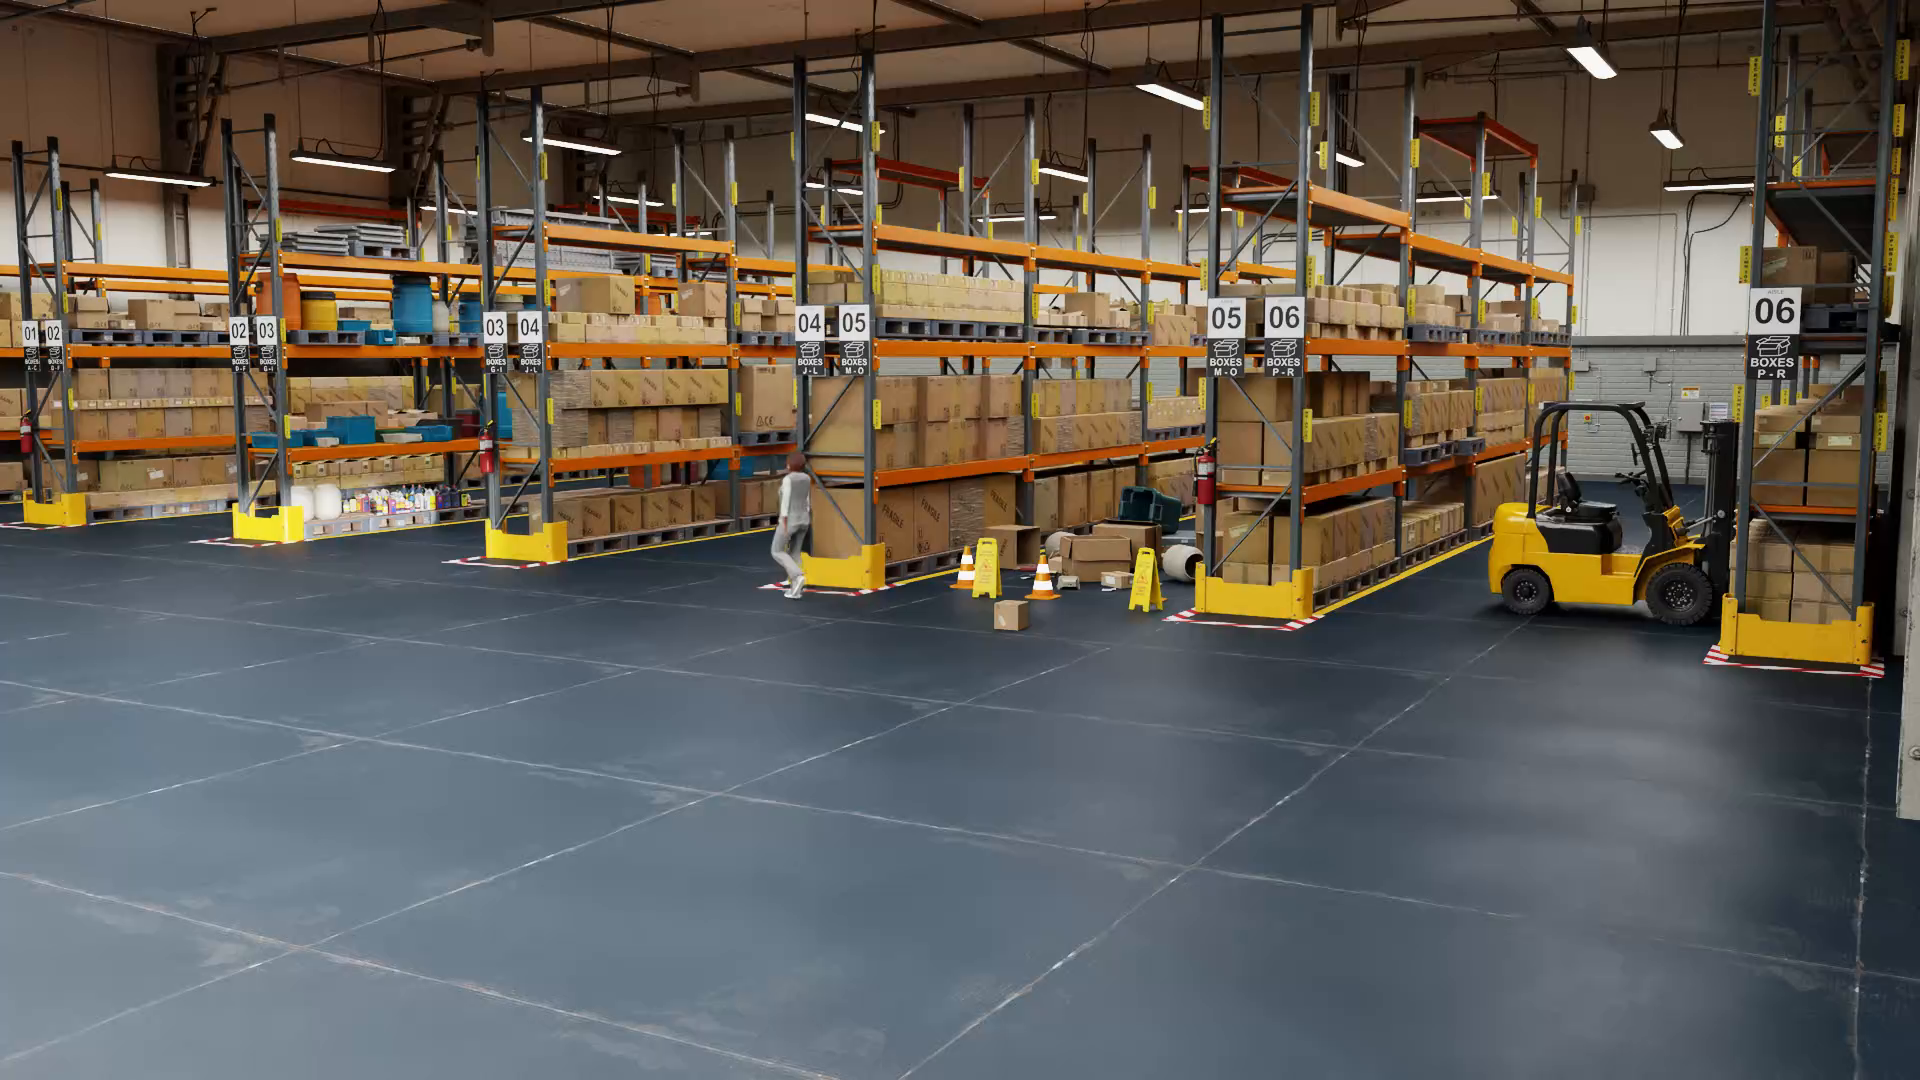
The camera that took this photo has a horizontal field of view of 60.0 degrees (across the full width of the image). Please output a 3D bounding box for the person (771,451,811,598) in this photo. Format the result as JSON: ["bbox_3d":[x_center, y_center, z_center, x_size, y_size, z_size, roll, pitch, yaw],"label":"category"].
[{"bbox_3d":[-1.769,-0.159,17.821,0.449,1.590,0.414,6,8,42],"label":"person"}]
